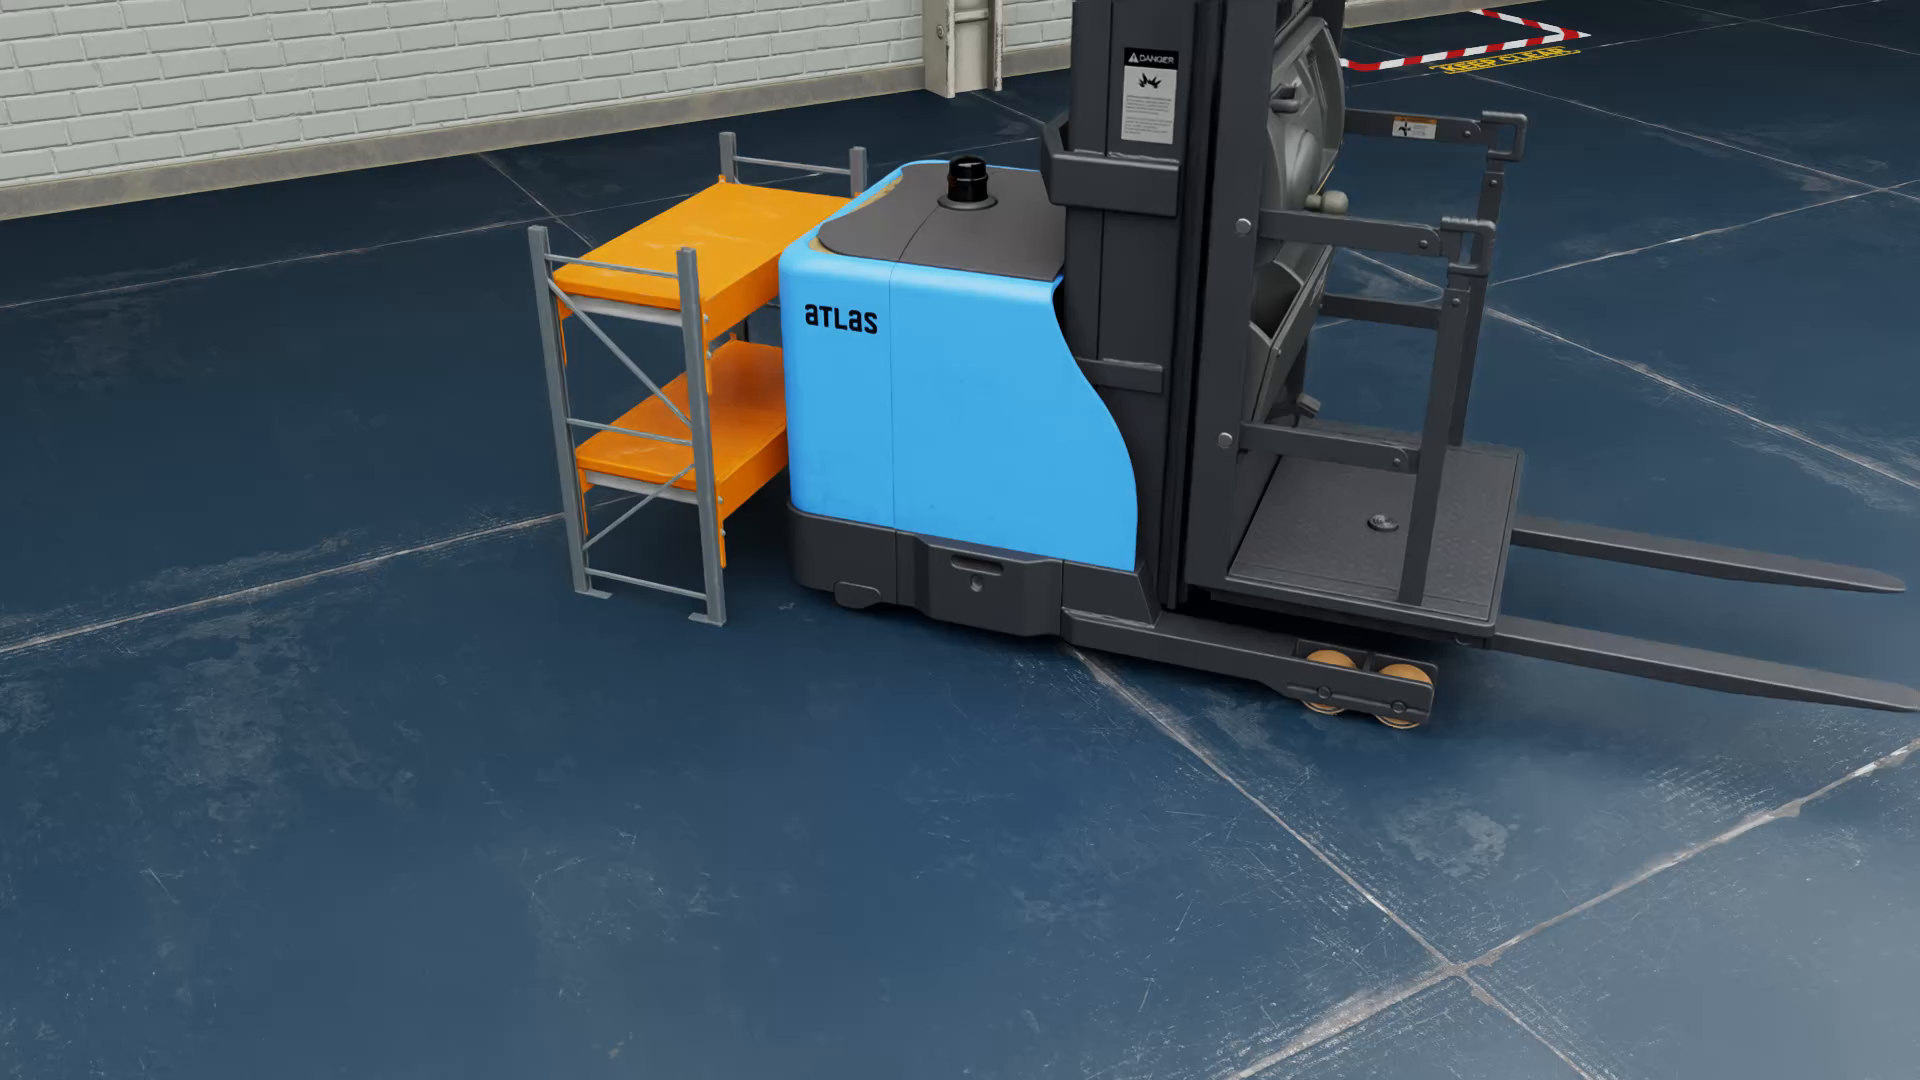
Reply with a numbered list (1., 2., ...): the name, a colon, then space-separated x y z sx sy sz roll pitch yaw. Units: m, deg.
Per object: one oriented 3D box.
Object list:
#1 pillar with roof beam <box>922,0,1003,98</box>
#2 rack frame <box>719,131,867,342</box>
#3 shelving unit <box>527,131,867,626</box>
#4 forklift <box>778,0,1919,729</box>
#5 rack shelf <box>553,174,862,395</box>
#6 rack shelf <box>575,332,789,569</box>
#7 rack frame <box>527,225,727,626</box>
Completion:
1. pillar with roof beam: 2.196 -4.950 4.905 0.400 9.000 9.100 -16 33 -26
2. rack frame: -0.523 -0.749 5.441 0.500 1.125 0.032 11 31 20
3. shelving unit: -0.719 -0.523 5.030 0.538 1.125 1.048 11 31 20
4. forklift: 1.067 -1.080 4.173 3.031 2.935 1.130 10 30 18
5. rack shelf: -0.719 -0.779 4.889 0.538 0.278 1.000 11 31 20
6. rack shelf: -0.718 -0.308 5.148 0.538 0.278 1.000 11 31 20
7. rack frame: -0.914 -0.296 4.619 0.500 1.125 0.032 11 31 20
